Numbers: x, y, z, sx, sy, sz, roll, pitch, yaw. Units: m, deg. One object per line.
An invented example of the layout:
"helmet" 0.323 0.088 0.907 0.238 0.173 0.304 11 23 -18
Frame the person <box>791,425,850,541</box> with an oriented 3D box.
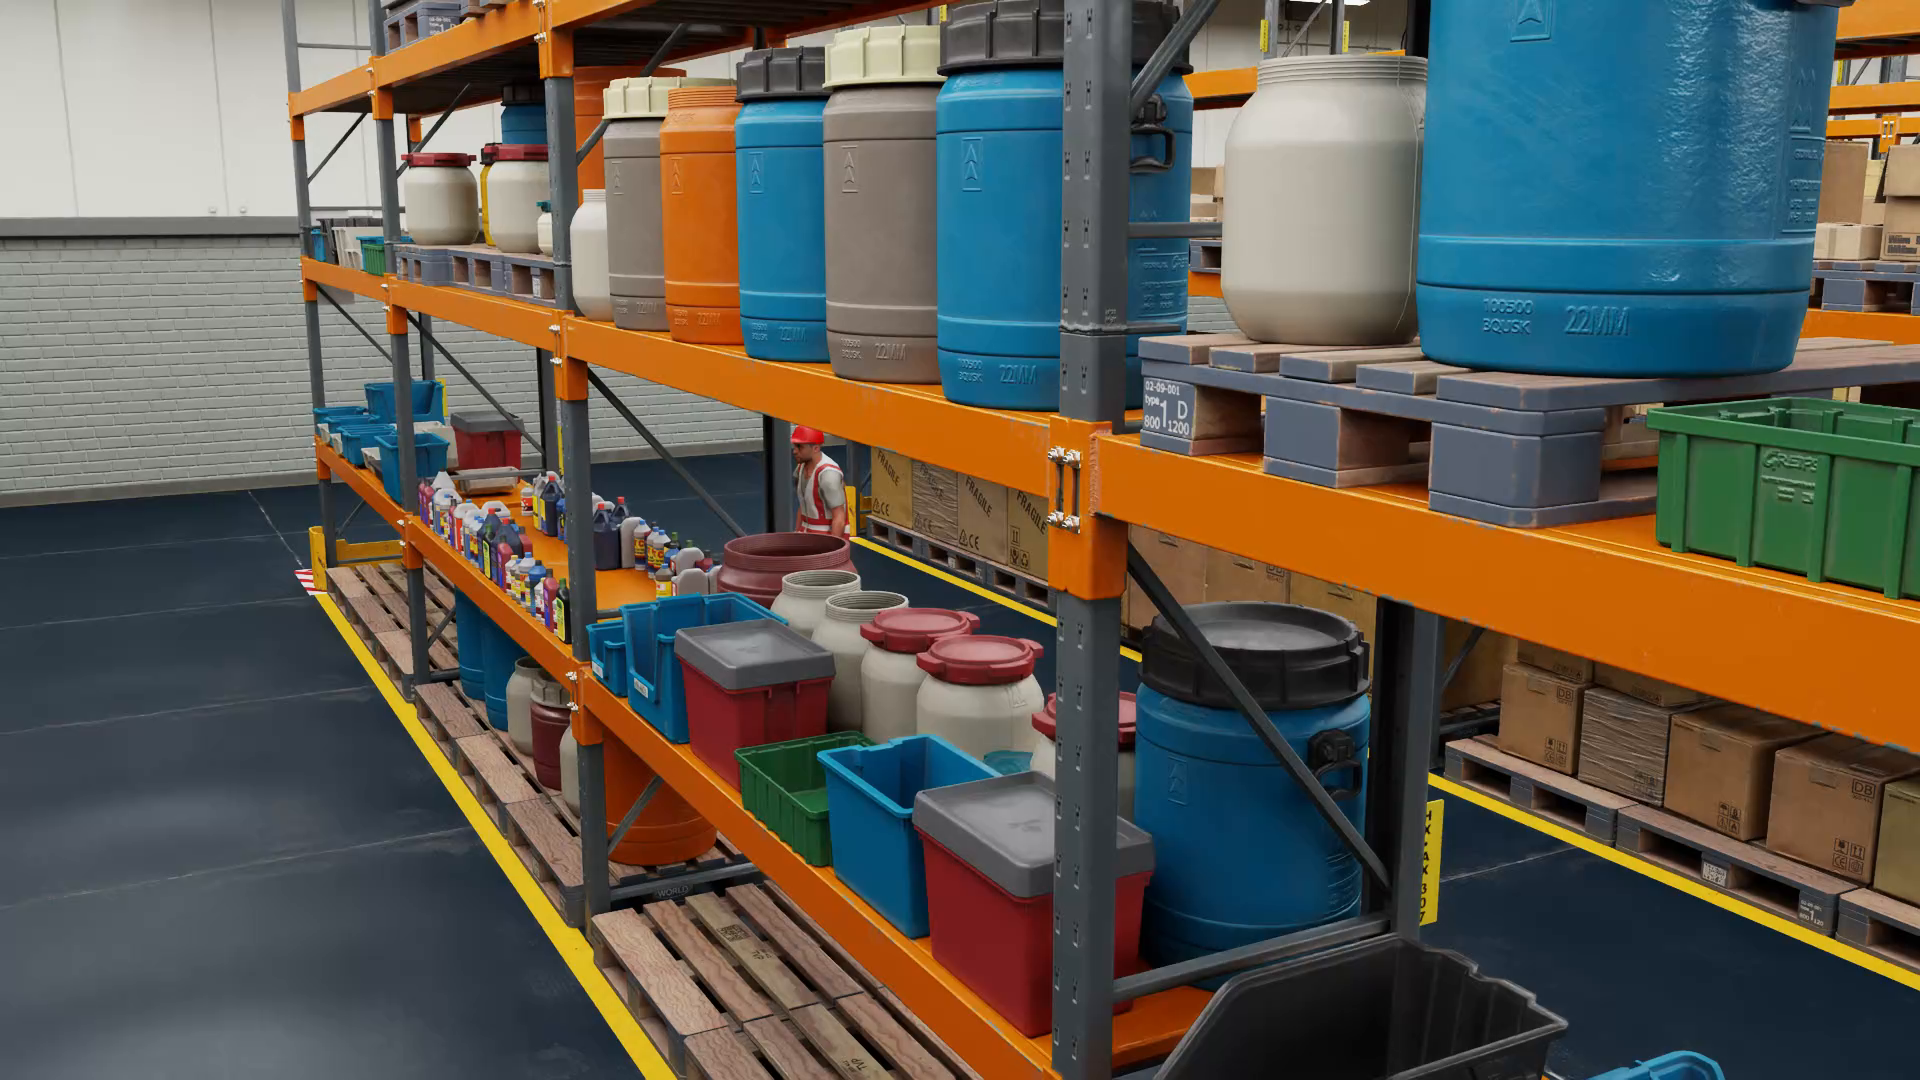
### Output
"person" -1.013 0.049 11.668 0.446 1.780 0.620 -7 13 -31
